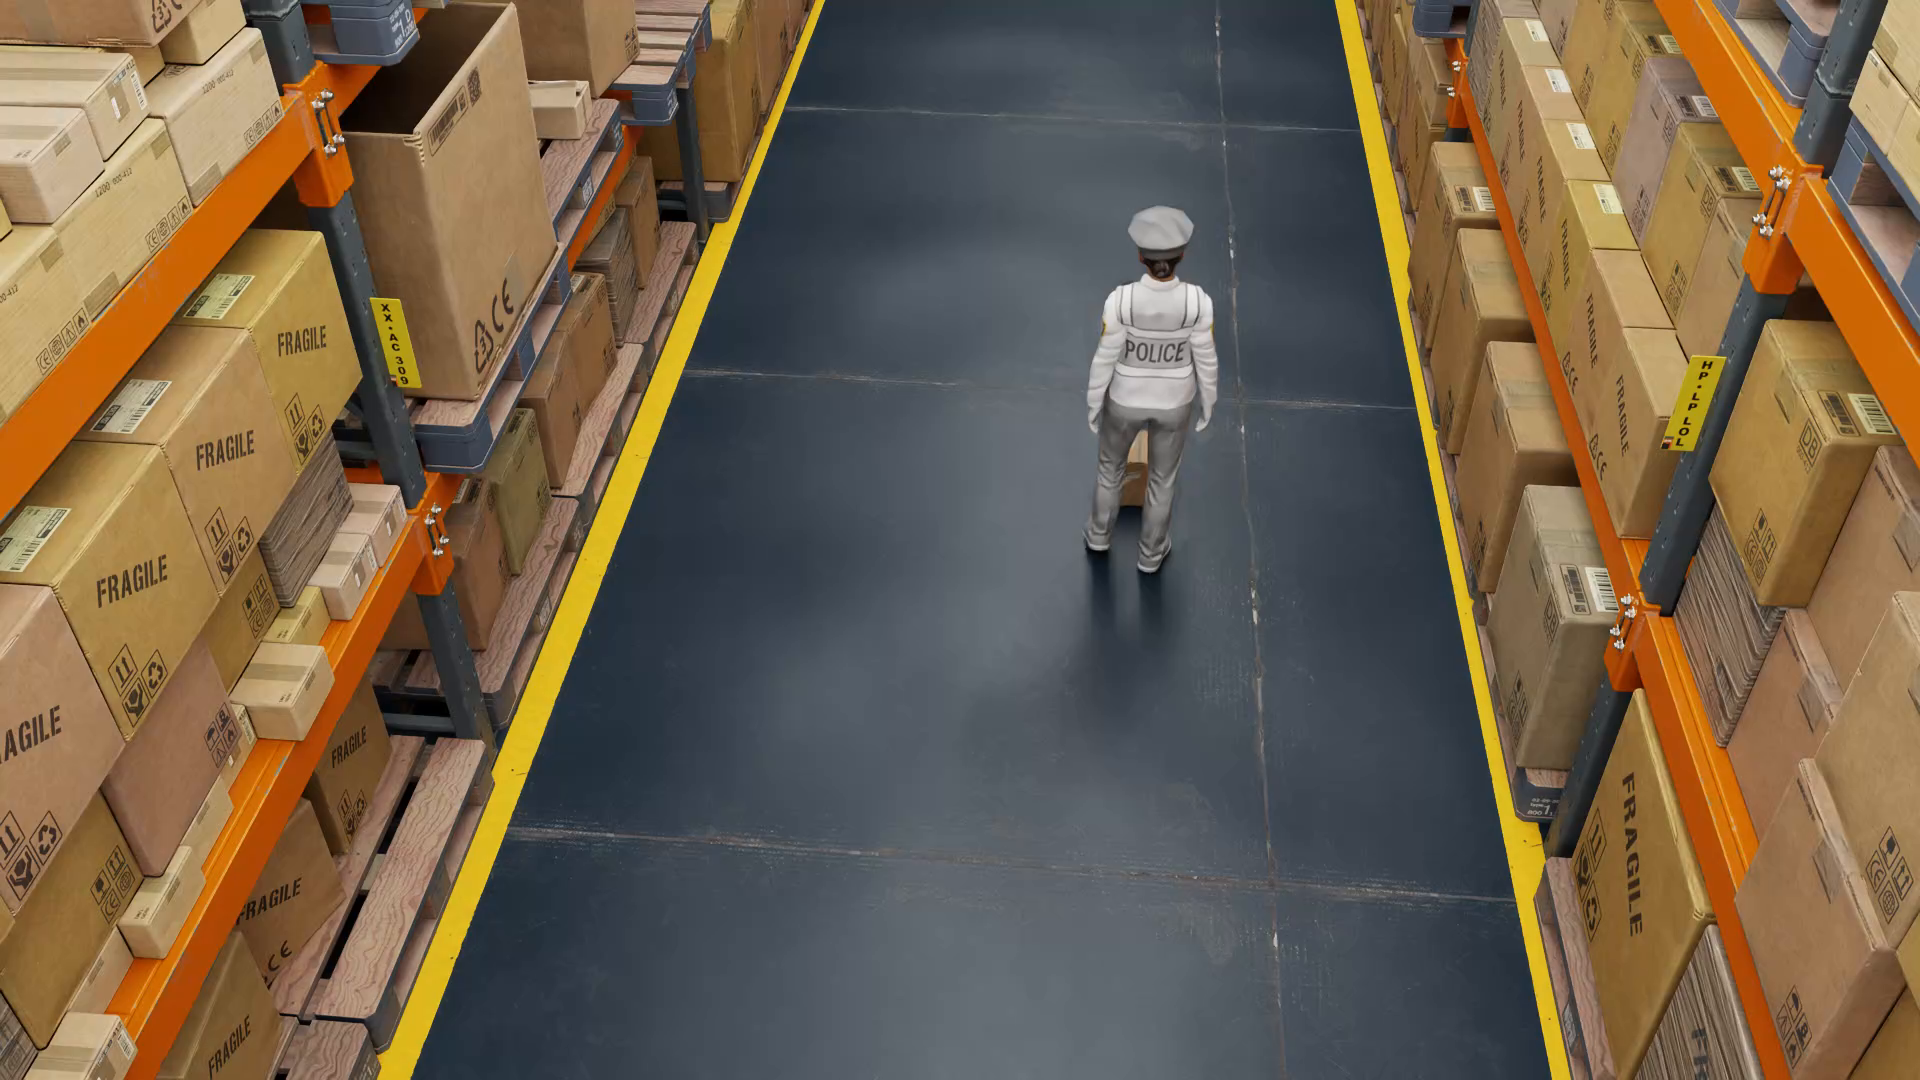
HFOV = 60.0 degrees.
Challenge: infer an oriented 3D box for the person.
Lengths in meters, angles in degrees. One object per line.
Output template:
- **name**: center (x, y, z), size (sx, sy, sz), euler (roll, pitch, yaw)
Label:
- **person**: center (0.786, -0.586, 6.861), size (0.530, 1.709, 0.418), euler (3, 40, 3)
